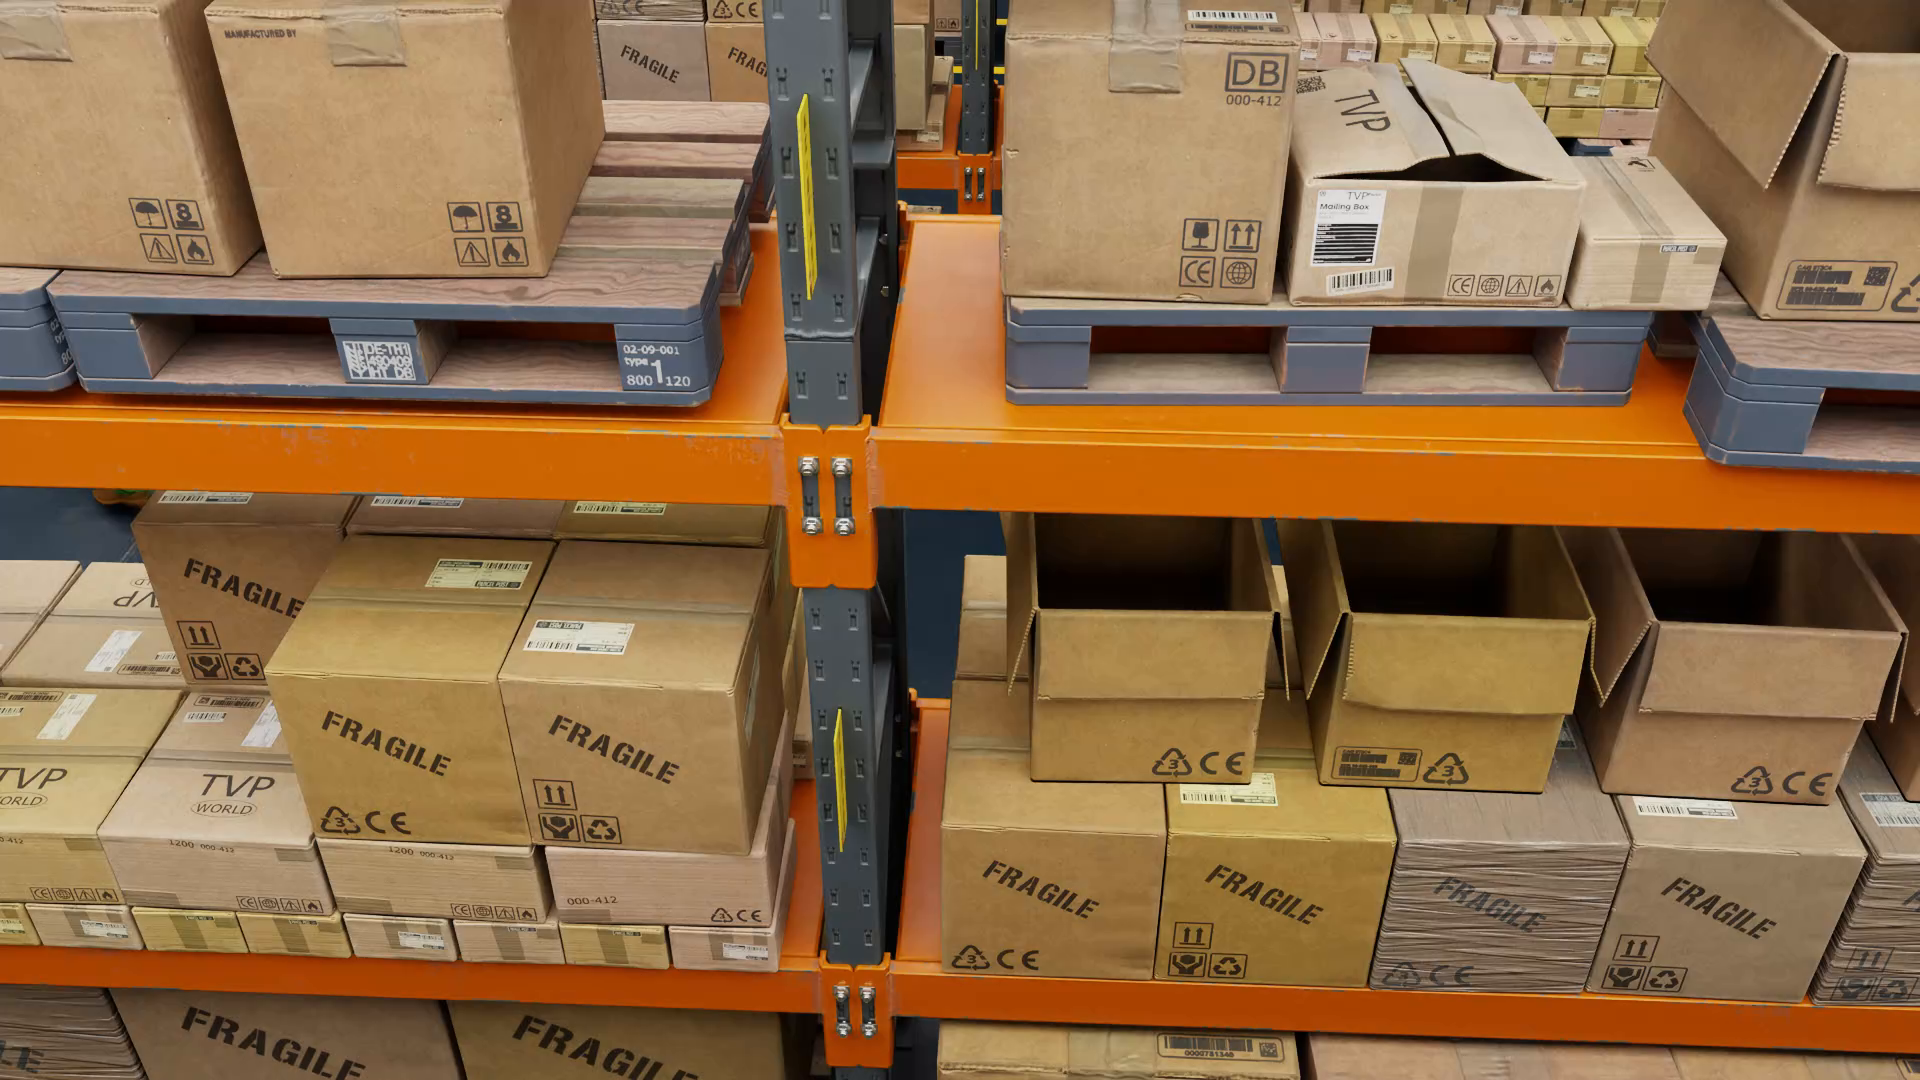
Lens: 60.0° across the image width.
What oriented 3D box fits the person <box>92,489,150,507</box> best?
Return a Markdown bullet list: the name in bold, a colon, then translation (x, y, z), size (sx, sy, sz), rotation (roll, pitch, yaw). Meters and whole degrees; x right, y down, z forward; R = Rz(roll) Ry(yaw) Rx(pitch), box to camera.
- **person**: translation (-4.252, -1.001, 7.532), size (1.035, 1.738, 0.537), rotation (15, 38, 20)
